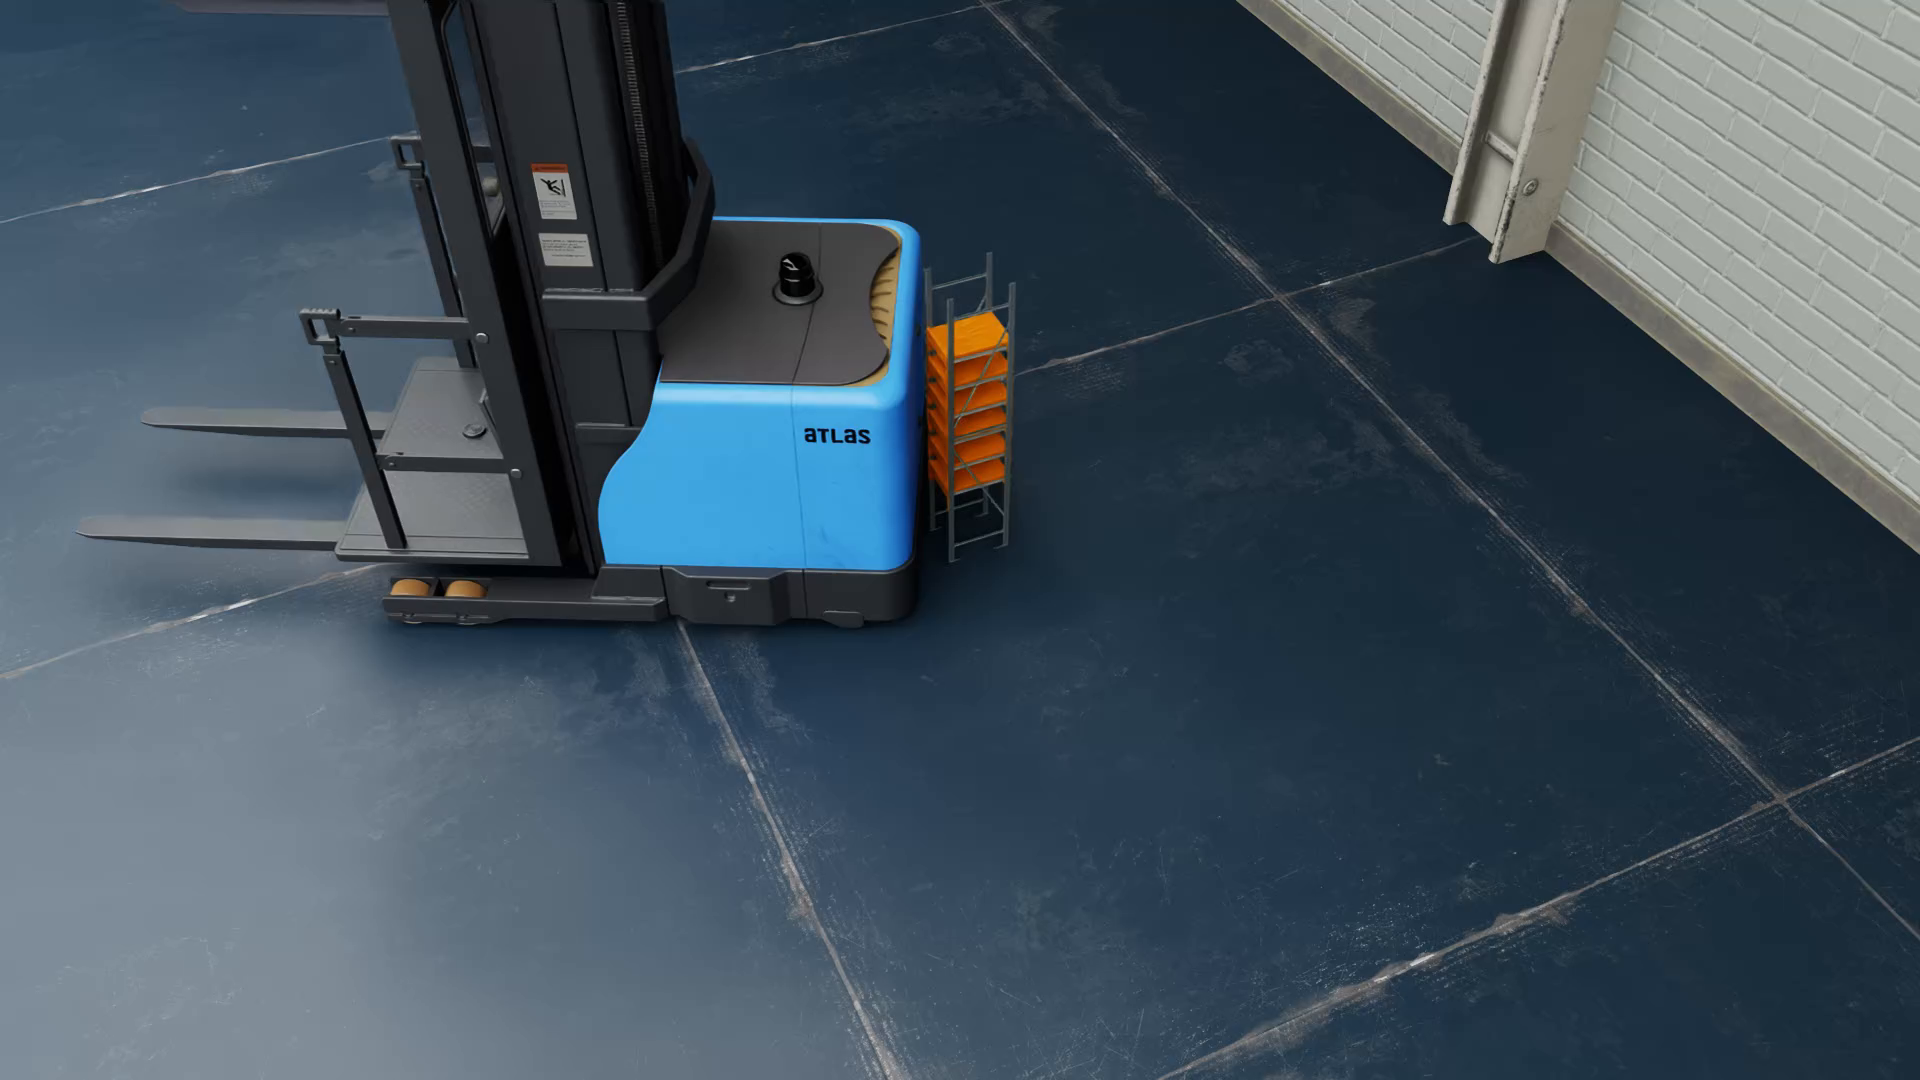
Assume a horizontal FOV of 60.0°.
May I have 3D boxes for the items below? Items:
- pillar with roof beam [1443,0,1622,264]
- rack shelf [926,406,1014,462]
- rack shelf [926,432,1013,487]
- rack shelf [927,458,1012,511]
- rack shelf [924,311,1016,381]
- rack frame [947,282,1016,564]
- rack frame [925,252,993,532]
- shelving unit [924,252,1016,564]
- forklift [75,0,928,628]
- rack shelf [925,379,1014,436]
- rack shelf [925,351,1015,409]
[{"bbox_3d":[-1.431,-3.350,3.238,9.100,9.000,0.400,-18,47,-17],"label":"pillar with roof beam"},{"bbox_3d":[0.034,-0.402,5.866,0.258,0.103,0.180,-17,47,-17],"label":"rack shelf"},{"bbox_3d":[0.033,-0.317,5.951,0.258,0.103,0.180,-17,47,-17],"label":"rack shelf"},{"bbox_3d":[0.033,-0.231,6.035,0.258,0.103,0.180,-17,47,-17],"label":"rack shelf"},{"bbox_3d":[0.034,-0.658,5.614,0.258,0.103,0.180,-17,47,-17],"label":"rack shelf"},{"bbox_3d":[0.070,-0.375,5.776,0.240,1.200,0.006,-17,47,-17],"label":"rack frame"},{"bbox_3d":[-0.003,-0.493,5.895,0.240,1.200,0.006,-17,47,-17],"label":"rack frame"},{"bbox_3d":[0.034,-0.434,5.835,0.258,1.200,0.189,-17,47,-17],"label":"shelving unit"},{"bbox_3d":[-1.653,-1.110,5.288,3.031,2.935,1.130,1,45,1],"label":"forklift"},{"bbox_3d":[0.034,-0.488,5.782,0.258,0.103,0.180,-17,47,-17],"label":"rack shelf"},{"bbox_3d":[0.034,-0.573,5.698,0.258,0.103,0.180,-17,47,-17],"label":"rack shelf"}]
